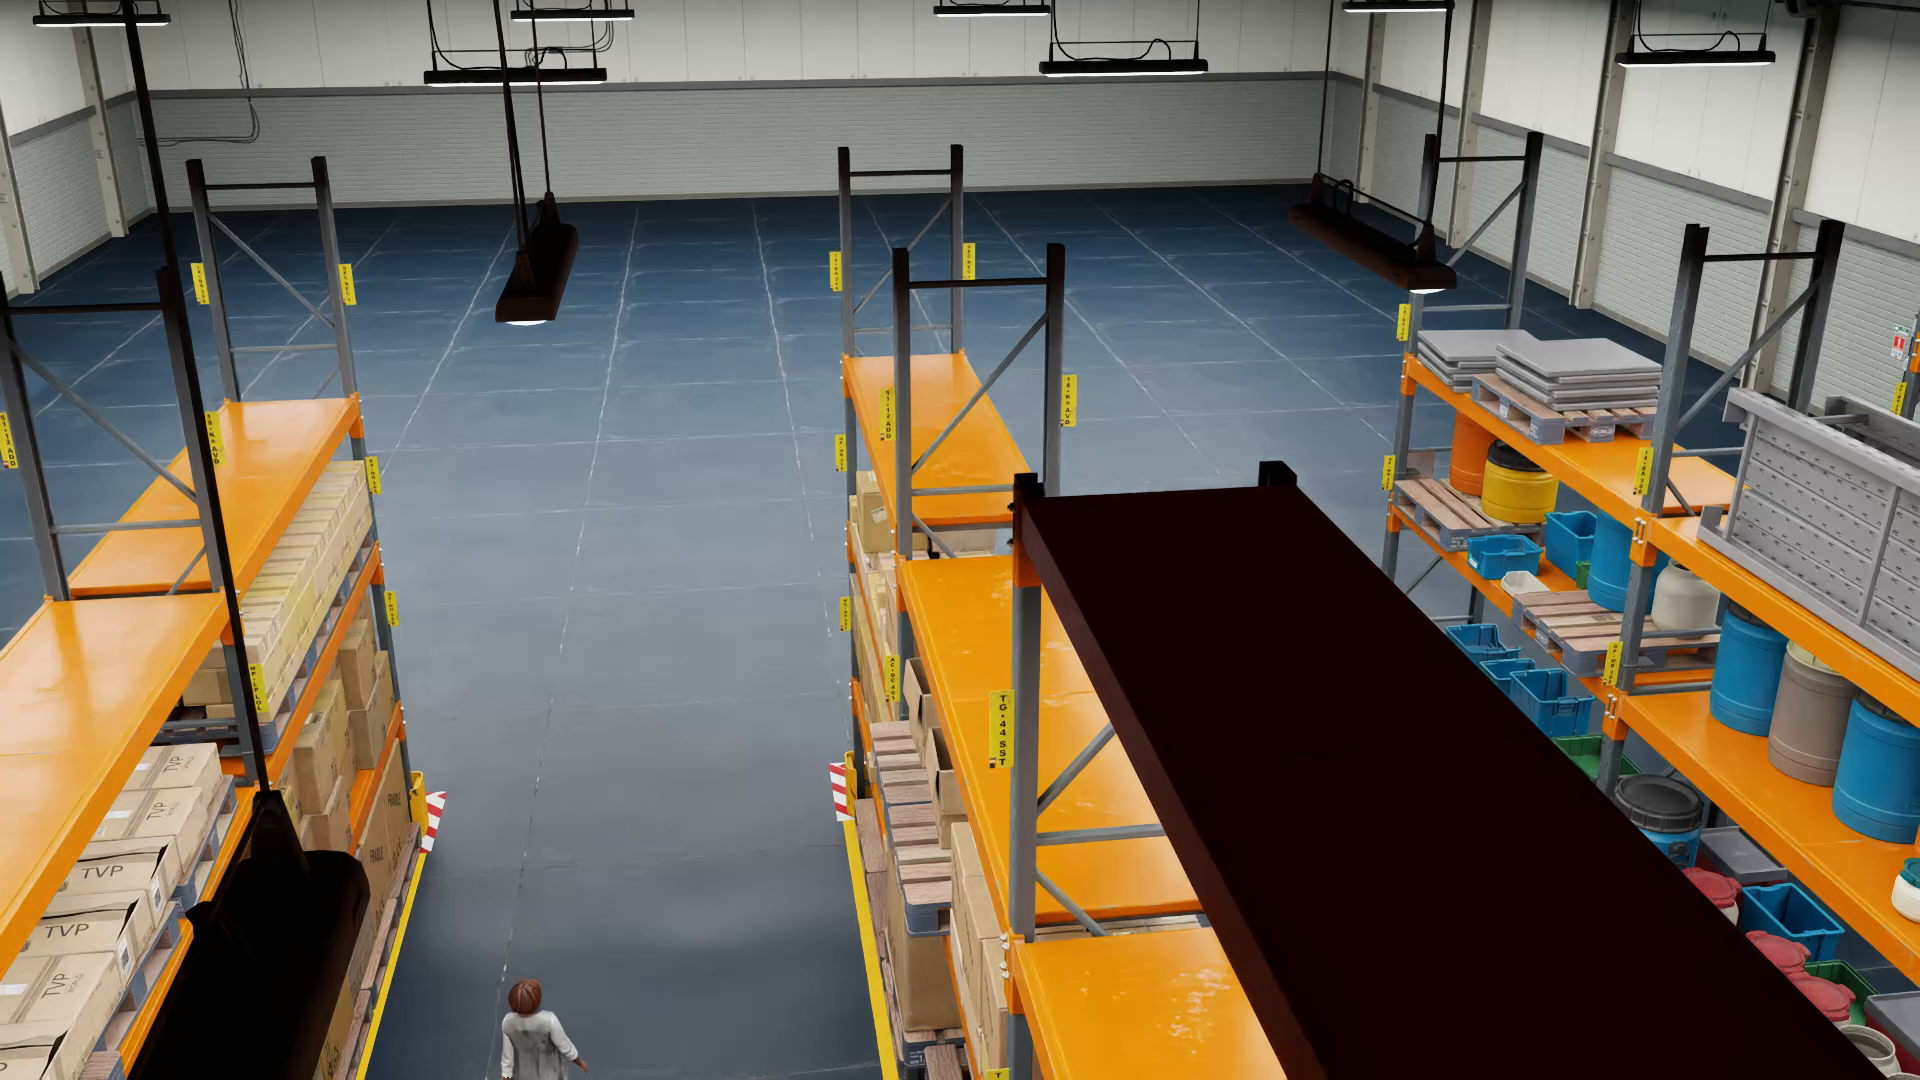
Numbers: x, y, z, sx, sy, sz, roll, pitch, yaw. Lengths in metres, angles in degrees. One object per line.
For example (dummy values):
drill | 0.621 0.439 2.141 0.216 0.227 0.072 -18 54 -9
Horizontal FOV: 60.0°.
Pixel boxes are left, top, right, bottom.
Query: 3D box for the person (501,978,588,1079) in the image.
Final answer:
person | -2.685 3.463 10.743 0.470 1.538 0.953 2 22 6
